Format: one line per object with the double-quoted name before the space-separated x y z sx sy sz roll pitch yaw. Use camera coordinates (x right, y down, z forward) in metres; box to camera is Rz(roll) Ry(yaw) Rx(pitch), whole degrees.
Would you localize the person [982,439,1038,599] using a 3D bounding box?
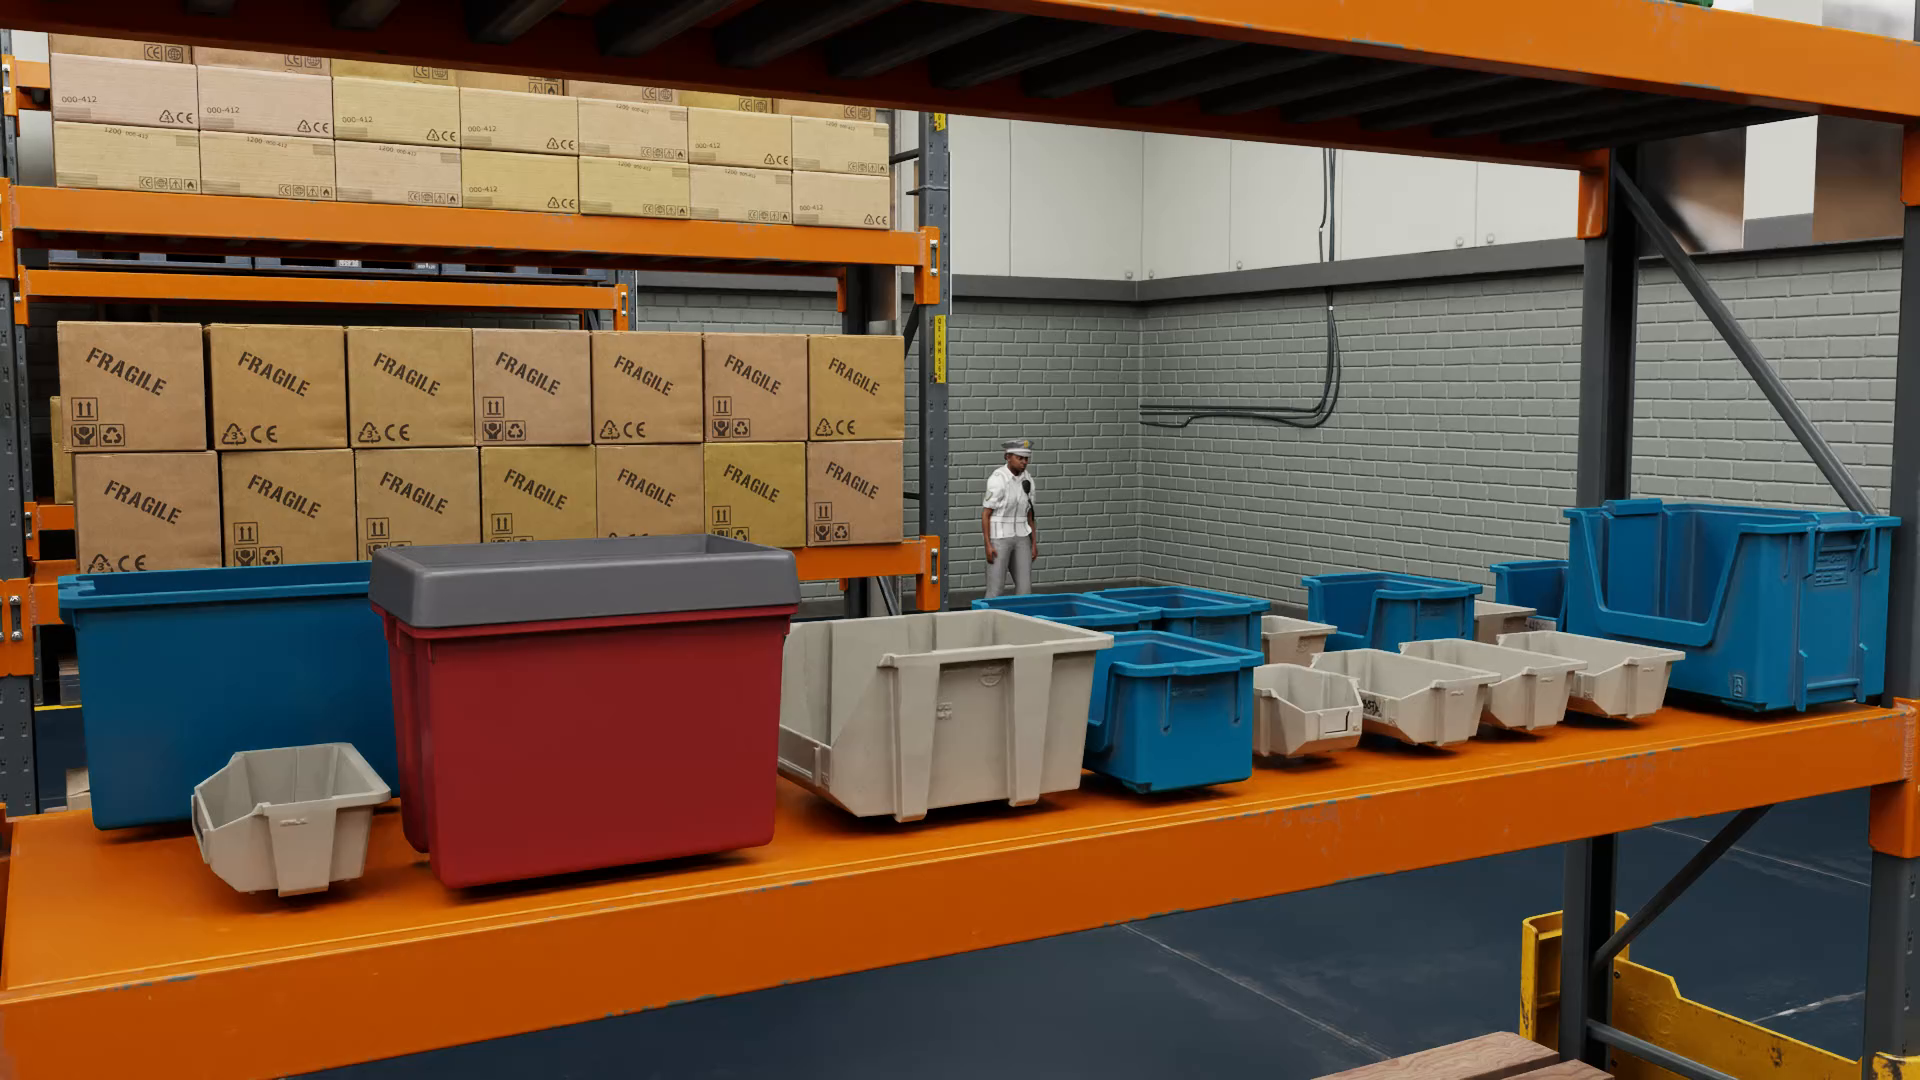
"person" 0.392 0.038 13.063 0.532 1.662 0.425 -3 6 -32
